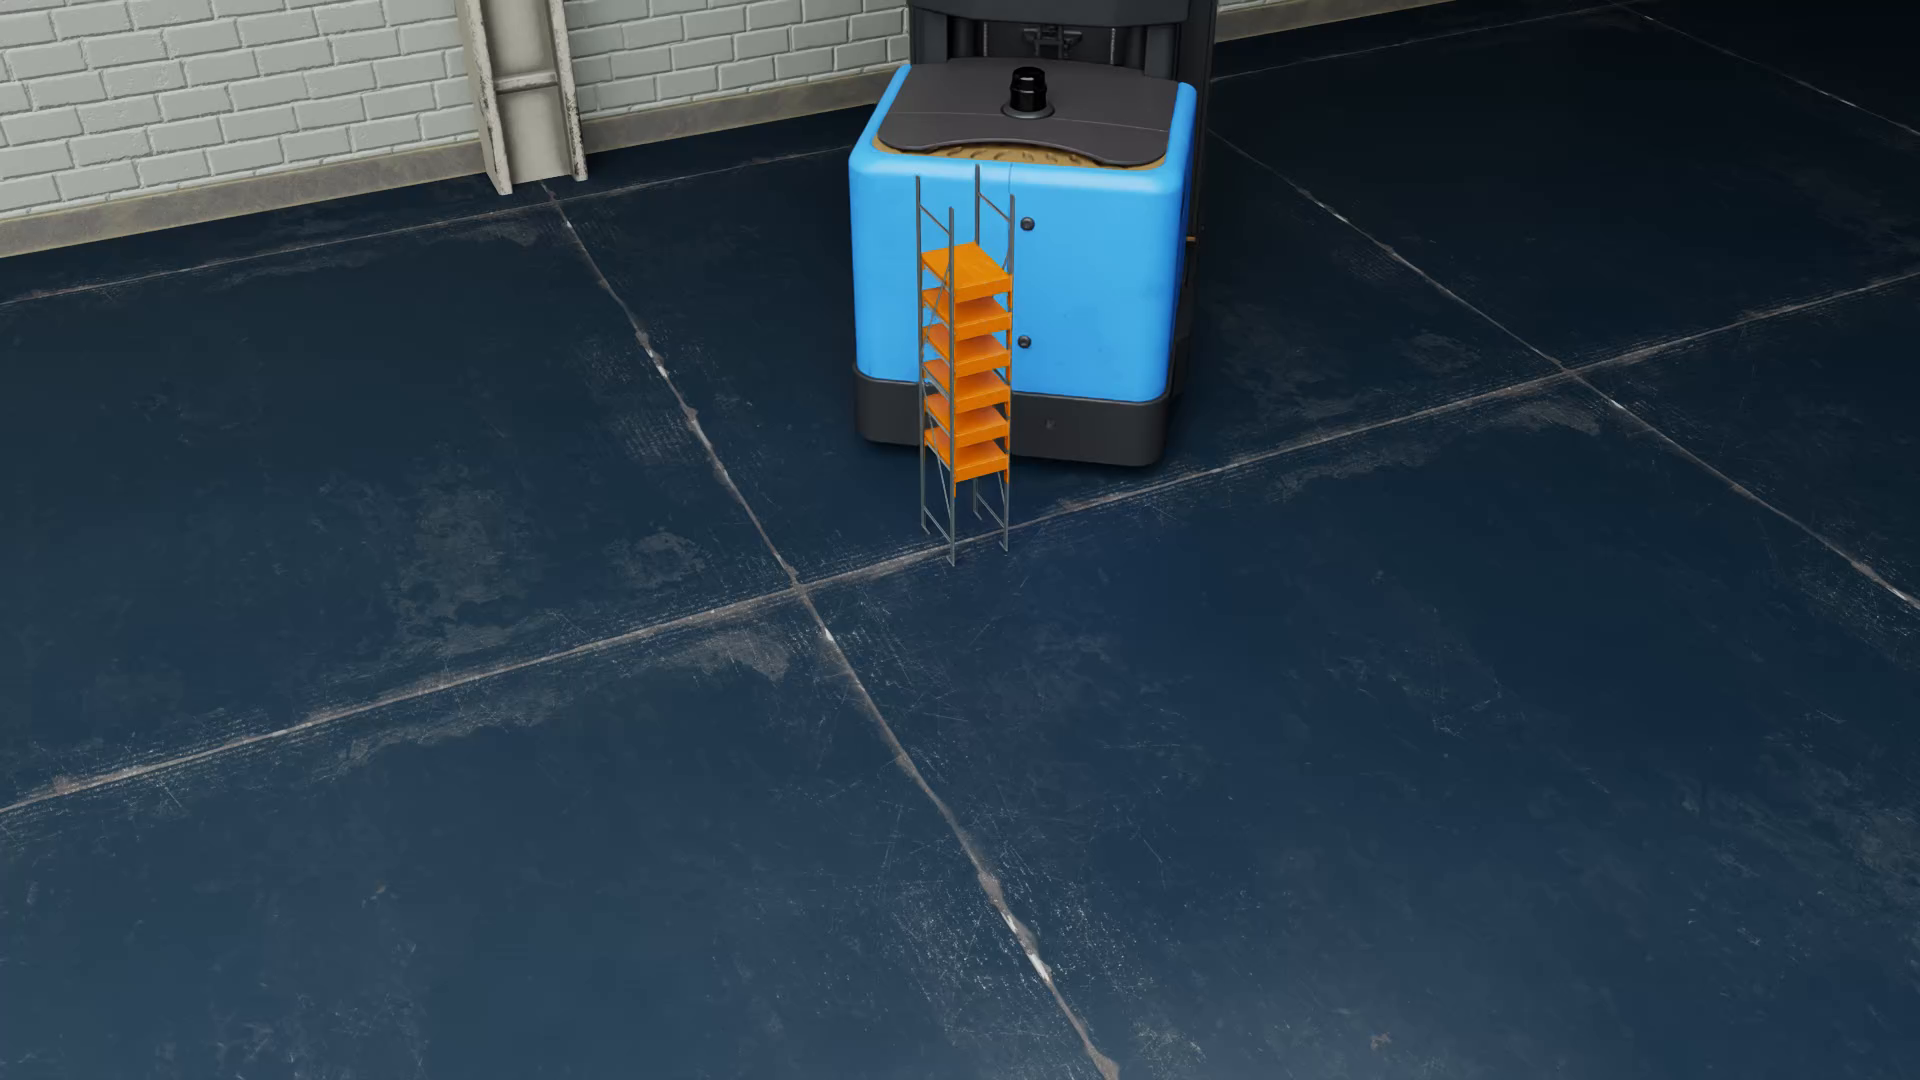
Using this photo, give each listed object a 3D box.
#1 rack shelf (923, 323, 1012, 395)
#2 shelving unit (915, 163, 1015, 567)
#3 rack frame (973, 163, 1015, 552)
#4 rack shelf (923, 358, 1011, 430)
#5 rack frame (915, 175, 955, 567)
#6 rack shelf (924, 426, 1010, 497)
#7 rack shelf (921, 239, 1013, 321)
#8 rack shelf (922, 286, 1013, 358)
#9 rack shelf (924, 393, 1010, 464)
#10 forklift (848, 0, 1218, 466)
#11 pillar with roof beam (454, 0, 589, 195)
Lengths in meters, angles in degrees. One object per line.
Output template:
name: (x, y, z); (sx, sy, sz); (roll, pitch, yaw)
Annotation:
rack shelf: (0.013, -0.546, 4.852); (0.180, 0.103, 0.258); (-16, 39, -20)
shelving unit: (0.013, -0.486, 4.898); (0.189, 1.200, 0.258); (-16, 39, -20)
rack frame: (0.096, -0.509, 4.929); (0.006, 1.200, 0.240); (-16, 39, -20)
rack shelf: (0.013, -0.450, 4.924); (0.180, 0.103, 0.258); (-16, 39, -20)
rack frame: (-0.070, -0.462, 4.866); (0.006, 1.200, 0.240); (-16, 39, -20)
rack shelf: (0.013, -0.257, 5.067); (0.180, 0.103, 0.258); (-16, 39, -20)
rack shelf: (0.013, -0.739, 4.710); (0.180, 0.103, 0.258); (-16, 39, -20)
rack shelf: (0.013, -0.643, 4.781); (0.180, 0.103, 0.258); (-16, 39, -20)
rack shelf: (0.013, -0.354, 4.995); (0.180, 0.103, 0.258); (-16, 39, -20)
forklift: (0.404, -2.292, 5.880); (1.130, 2.935, 3.031); (6, 37, 8)
pillar with roof beam: (-0.071, -2.936, 1.654); (0.400, 9.000, 9.100); (-16, 39, -20)
